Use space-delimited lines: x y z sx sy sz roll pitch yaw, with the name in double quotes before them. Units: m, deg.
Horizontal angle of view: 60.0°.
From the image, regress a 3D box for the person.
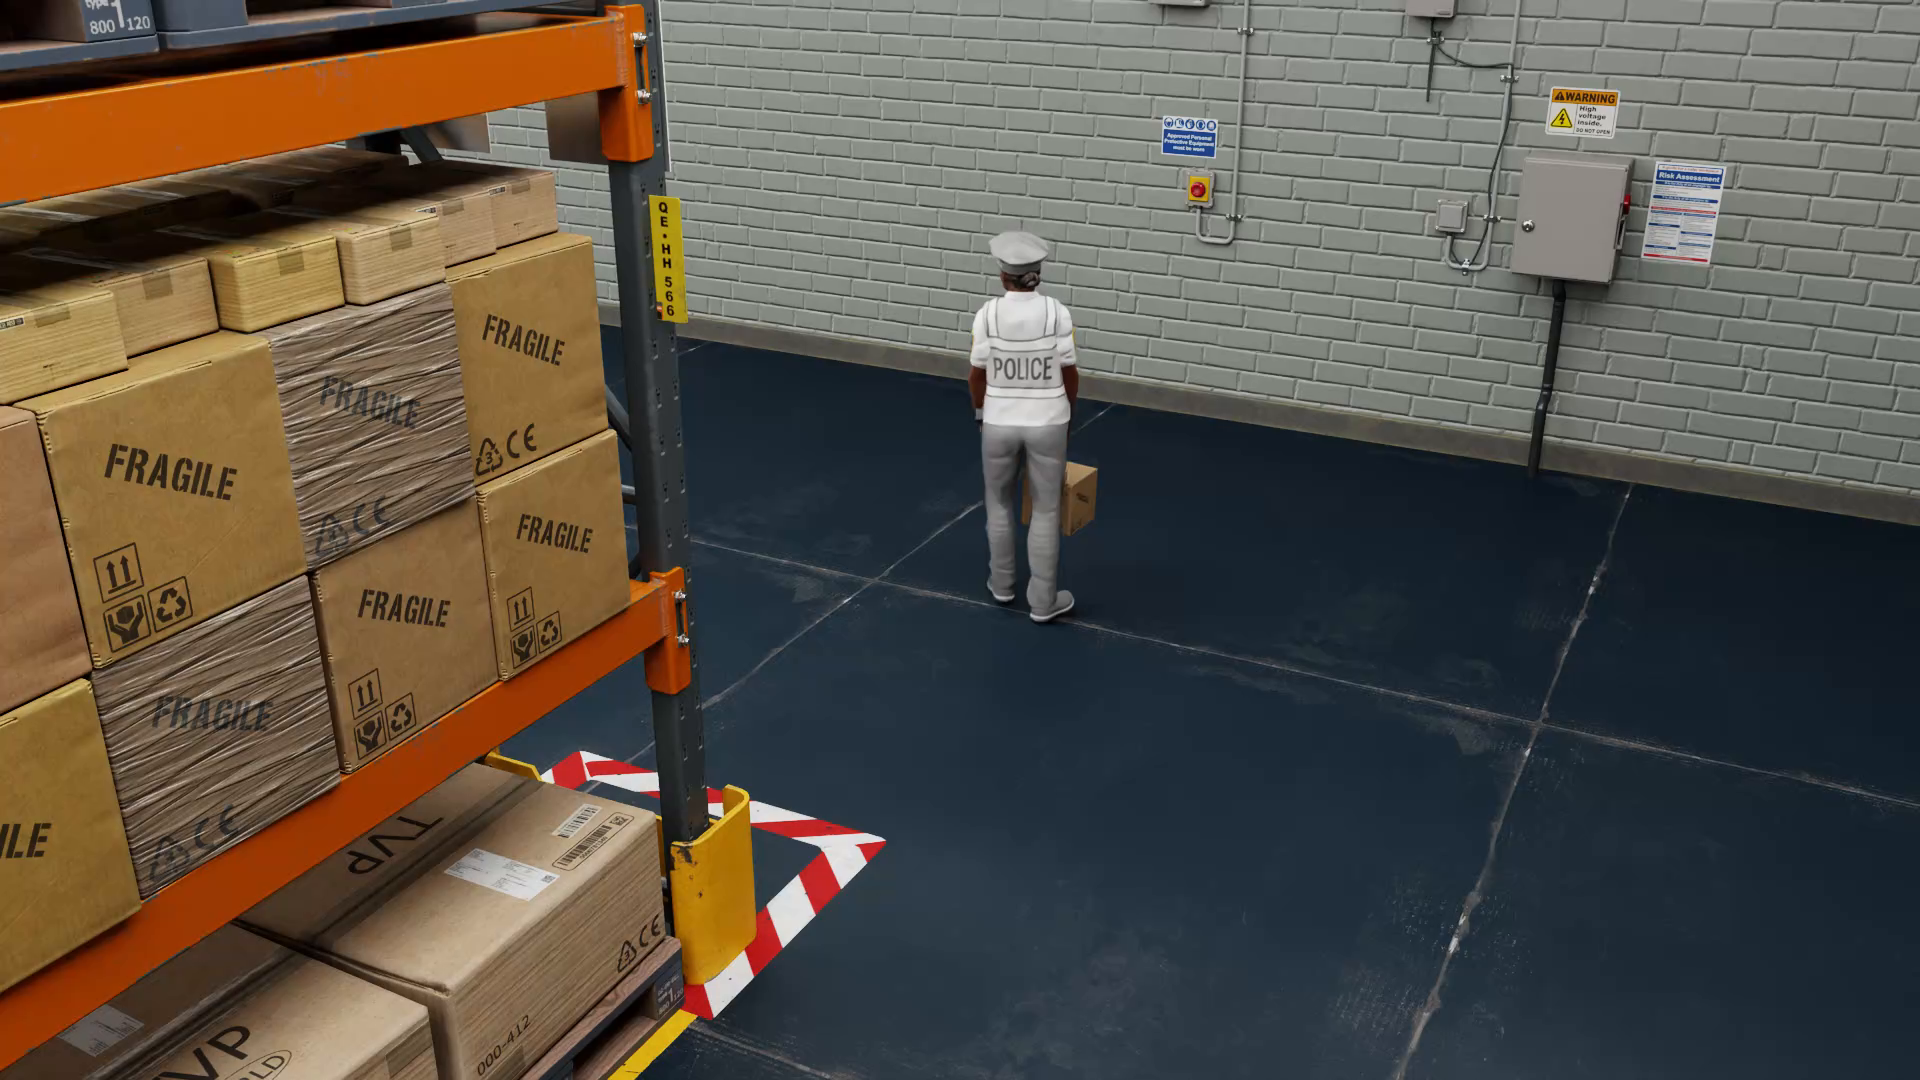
"person" 0.280 -0.491 7.232 0.481 1.675 0.504 3 23 6
